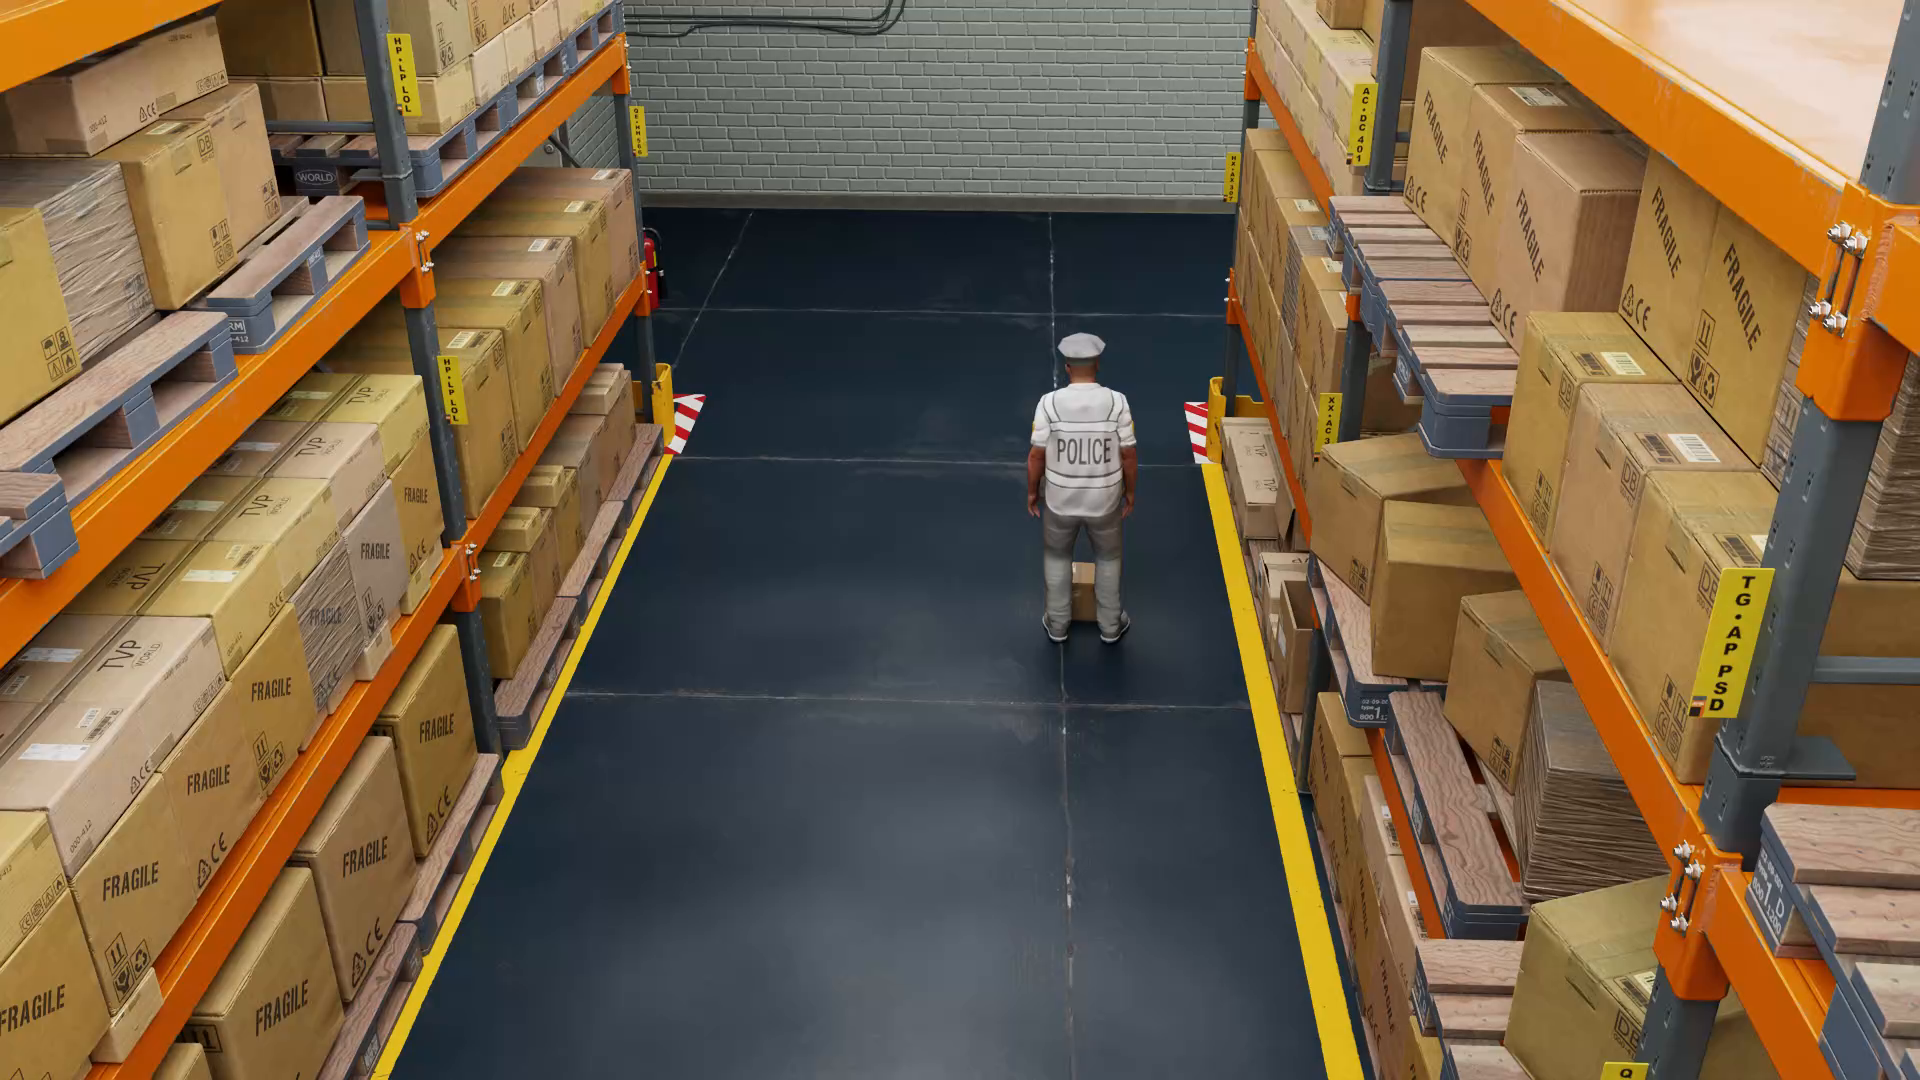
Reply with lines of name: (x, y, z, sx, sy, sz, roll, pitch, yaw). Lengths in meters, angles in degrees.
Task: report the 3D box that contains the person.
person: (0.667, -0.239, 9.062, 0.605, 1.751, 0.428, 1, 28, 2)
